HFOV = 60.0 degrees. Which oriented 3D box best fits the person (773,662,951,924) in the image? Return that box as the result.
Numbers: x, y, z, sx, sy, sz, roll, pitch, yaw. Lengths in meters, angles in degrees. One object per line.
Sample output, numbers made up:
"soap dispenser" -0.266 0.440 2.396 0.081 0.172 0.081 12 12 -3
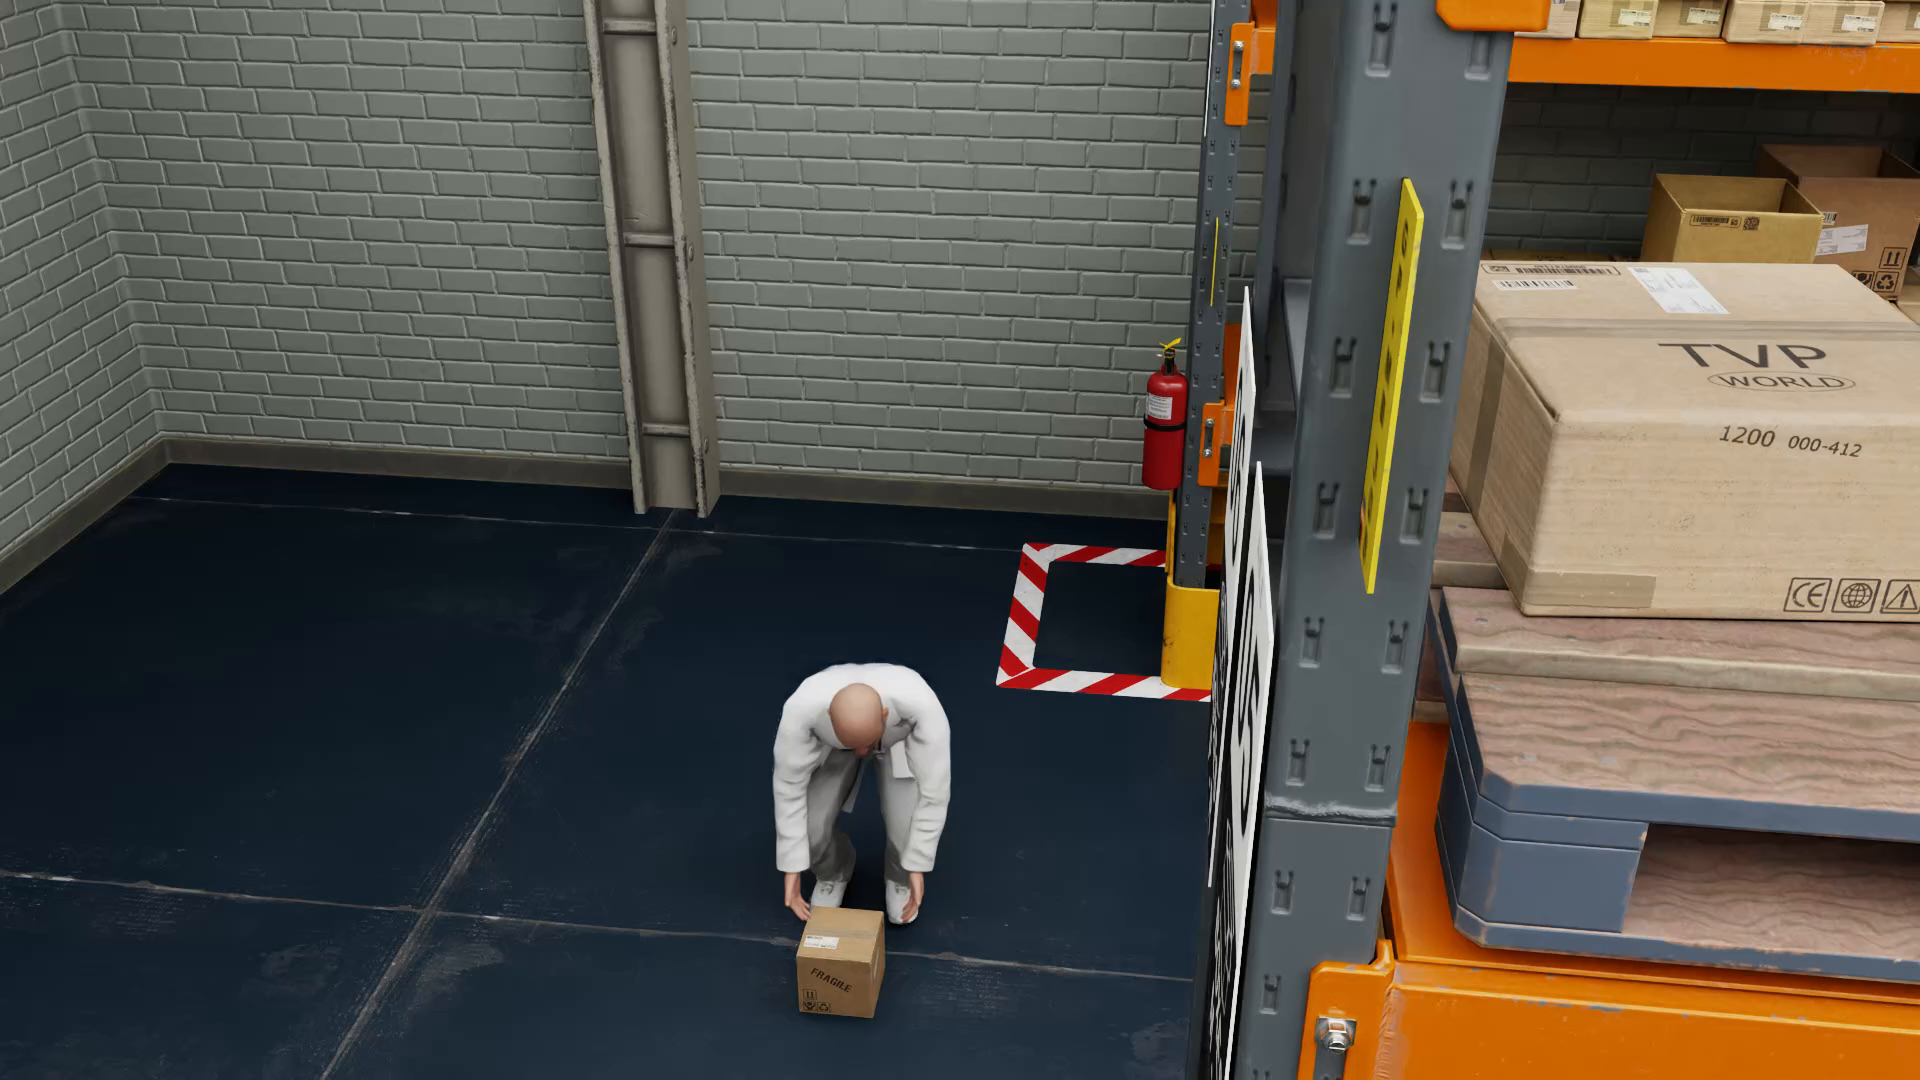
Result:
"person" -0.321 0.833 5.756 0.617 1.137 0.842 3 28 6
